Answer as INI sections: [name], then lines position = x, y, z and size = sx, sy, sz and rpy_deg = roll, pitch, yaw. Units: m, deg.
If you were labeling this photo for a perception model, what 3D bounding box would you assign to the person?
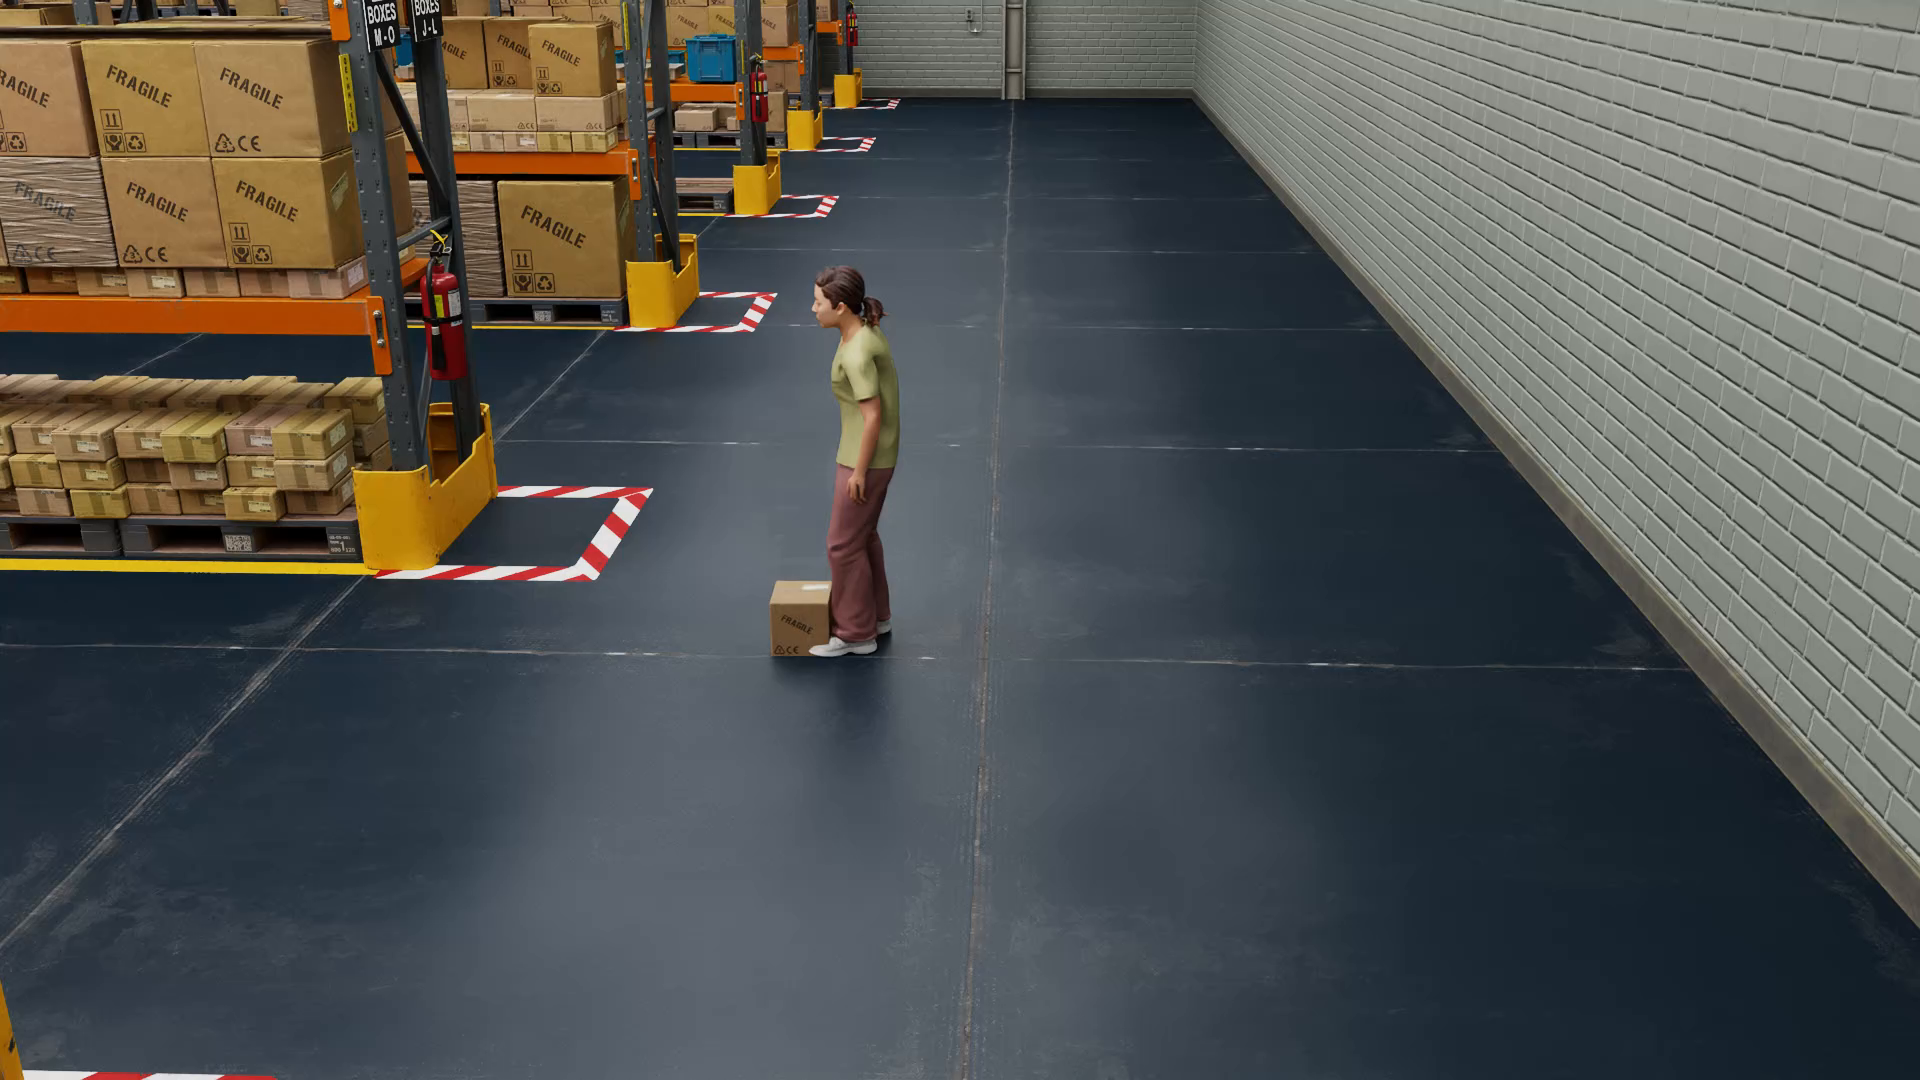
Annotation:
[person]
position = -0.457, -0.324, 6.935
size = 0.416, 1.671, 0.509
rpy_deg = 0, 21, -1
